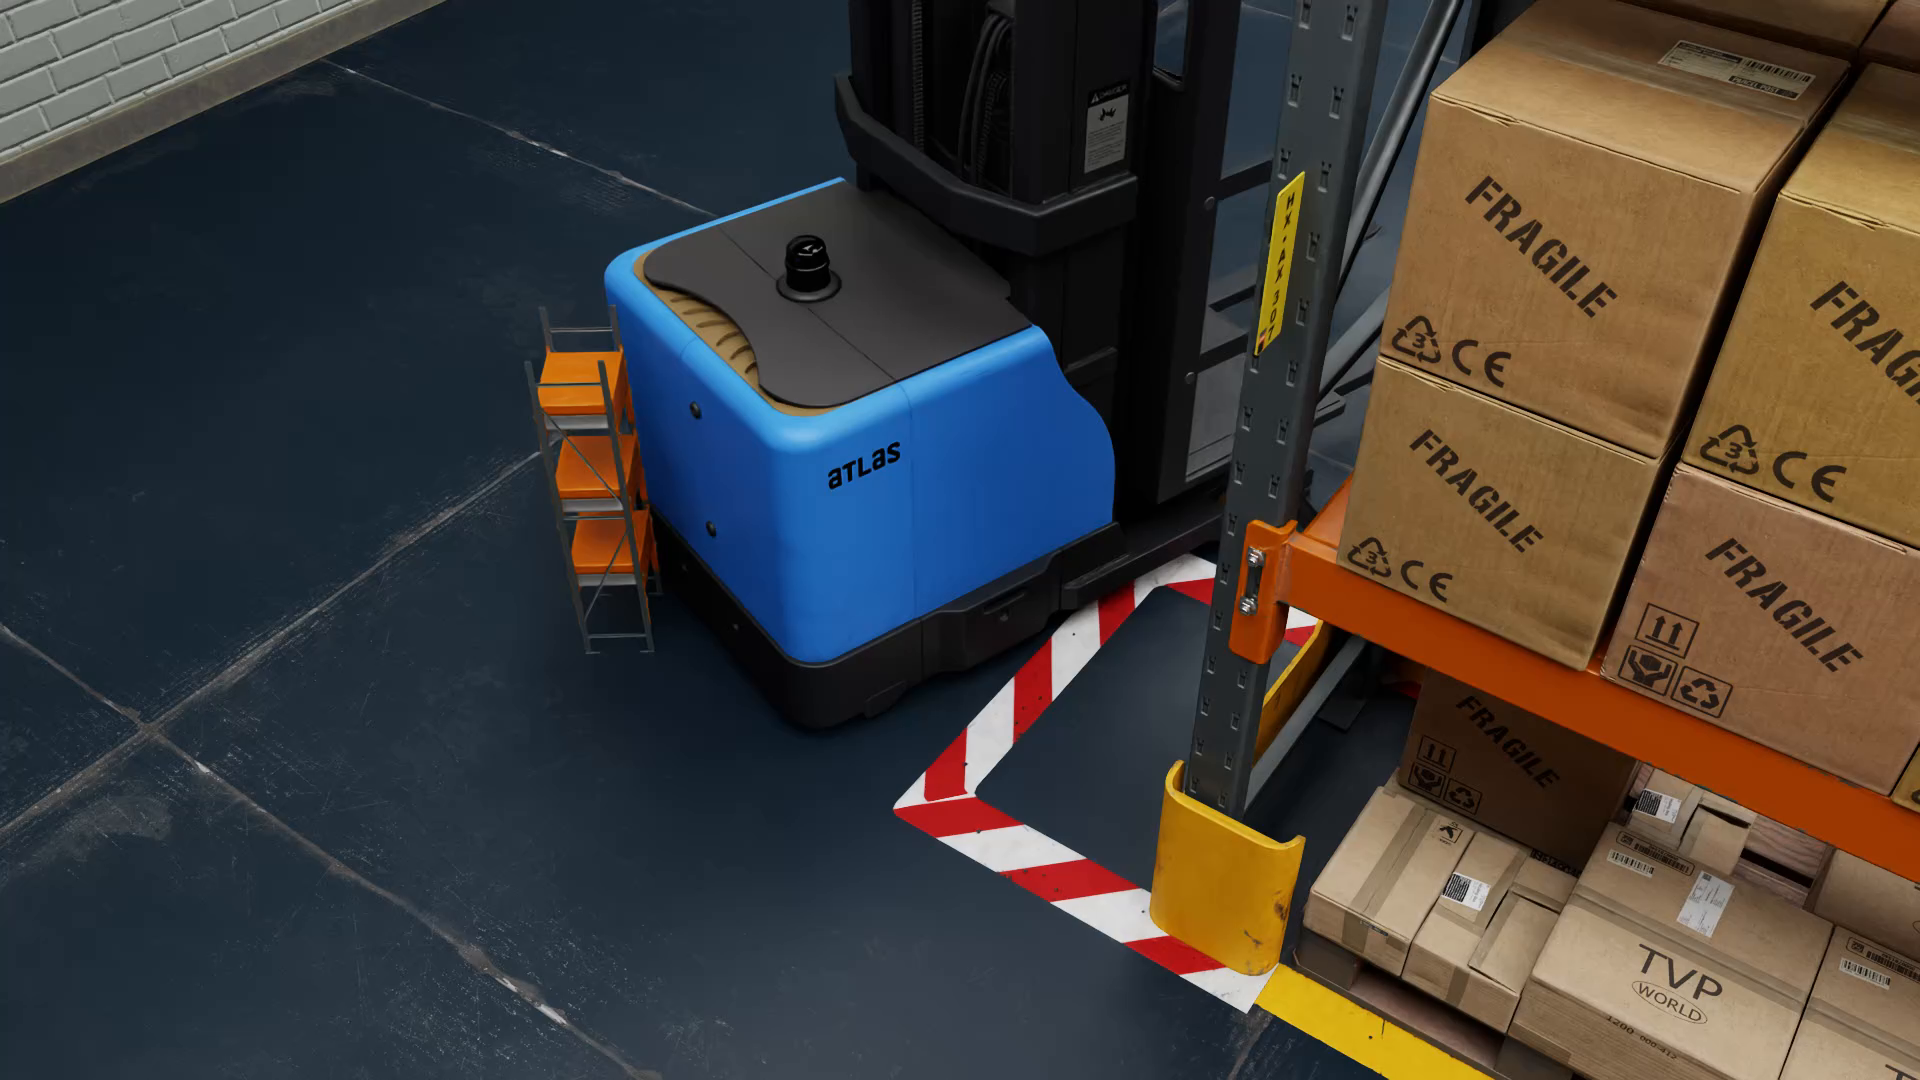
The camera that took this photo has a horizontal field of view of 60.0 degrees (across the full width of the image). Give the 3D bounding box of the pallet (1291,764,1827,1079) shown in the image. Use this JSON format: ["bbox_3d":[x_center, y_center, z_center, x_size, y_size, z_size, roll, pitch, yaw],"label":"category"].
[{"bbox_3d":[1.582,0.924,4.060,1.213,0.211,1.003,25,48,25],"label":"pallet"}]

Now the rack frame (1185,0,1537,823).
[{"bbox_3d":[0.866,-0.449,3.503,0.127,3.000,1.000,25,48,25],"label":"rack frame"}]

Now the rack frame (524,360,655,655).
[{"bbox_3d":[-0.995,-0.058,4.528,0.200,1.050,0.008,-1,42,-1],"label":"rack frame"}]

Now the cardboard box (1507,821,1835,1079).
[{"bbox_3d":[1.558,0.966,3.653,0.500,0.250,0.500,25,48,25],"label":"cardboard box"}]

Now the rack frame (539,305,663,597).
[{"bbox_3d":[-1.003,-0.222,4.709,0.200,1.050,0.008,-1,42,-1],"label":"rack frame"}]

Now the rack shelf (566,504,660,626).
[{"bbox_3d":[-1.000,0.075,4.811,0.215,0.259,0.240,-1,42,-1],"label":"rack shelf"}]

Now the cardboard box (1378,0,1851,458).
[{"bbox_3d":[1.078,-0.545,2.785,0.500,0.500,0.500,27,48,27],"label":"cardboard box"}]

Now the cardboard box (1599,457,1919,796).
[{"bbox_3d":[1.504,0.022,2.901,0.500,0.500,0.500,25,47,25],"label":"cardboard box"}]

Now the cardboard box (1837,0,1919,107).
[{"bbox_3d":[1.803,-0.646,2.898,0.500,0.500,0.500,26,48,26],"label":"cardboard box"}]

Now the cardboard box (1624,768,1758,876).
[{"bbox_3d":[1.733,0.720,3.990,0.250,0.166,0.380,25,48,25],"label":"cardboard box"}]

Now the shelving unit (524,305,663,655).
[{"bbox_3d":[-0.999,-0.140,4.618,0.215,1.050,0.252,-1,42,-1],"label":"shelving unit"}]

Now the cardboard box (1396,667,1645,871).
[{"bbox_3d":[1.453,0.392,4.107,0.500,0.500,0.500,25,48,25],"label":"cardboard box"}]

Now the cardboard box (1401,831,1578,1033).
[{"bbox_3d":[1.217,0.886,3.805,0.250,0.166,0.380,25,48,25],"label":"cardboard box"}]

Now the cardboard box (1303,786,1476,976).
[{"bbox_3d":[1.012,0.797,3.918,0.250,0.149,0.380,25,48,25],"label":"cardboard box"}]

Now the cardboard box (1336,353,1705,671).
[{"bbox_3d":[1.078,-0.173,3.119,0.500,0.500,0.500,26,48,26],"label":"cardboard box"}]

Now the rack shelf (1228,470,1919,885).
[{"bbox_3d":[2.504,0.584,2.887,4.000,0.370,1.077,25,48,25],"label":"rack shelf"}]

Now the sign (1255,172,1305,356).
[{"bbox_3d":[0.555,-0.476,2.883,0.005,0.325,0.100,25,48,25],"label":"sign"}]

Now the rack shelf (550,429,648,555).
[{"bbox_3d":[-0.999,-0.132,4.625,0.215,0.259,0.240,-1,42,-1],"label":"rack shelf"}]

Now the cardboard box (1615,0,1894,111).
[{"bbox_3d":[1.389,-0.839,3.113,0.500,0.500,0.500,25,47,25],"label":"cardboard box"}]

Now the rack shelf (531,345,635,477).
[{"bbox_3d":[-0.999,-0.343,4.436,0.215,0.259,0.240,-1,42,-1],"label":"rack shelf"}]

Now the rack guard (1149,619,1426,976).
[{"bbox_3d":[0.929,0.511,4.304,0.348,0.500,1.175,25,48,25],"label":"rack guard"}]

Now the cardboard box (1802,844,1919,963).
[{"bbox_3d":[2.214,0.865,3.766,0.500,0.250,0.500,25,48,25],"label":"cardboard box"}]

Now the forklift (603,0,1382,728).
[{"bbox_3d":[0.513,-1.366,4.579,3.031,2.935,1.130,-26,48,-26],"label":"forklift"}]

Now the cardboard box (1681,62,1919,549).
[{"bbox_3d":[1.511,-0.349,2.566,0.500,0.500,0.500,26,48,26],"label":"cardboard box"}]

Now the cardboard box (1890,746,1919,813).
[{"bbox_3d":[1.913,0.216,2.685,0.500,0.500,0.500,25,47,25],"label":"cardboard box"}]

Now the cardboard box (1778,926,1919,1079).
[{"bbox_3d":[1.967,1.157,3.439,0.500,0.250,0.500,25,48,25],"label":"cardboard box"}]
